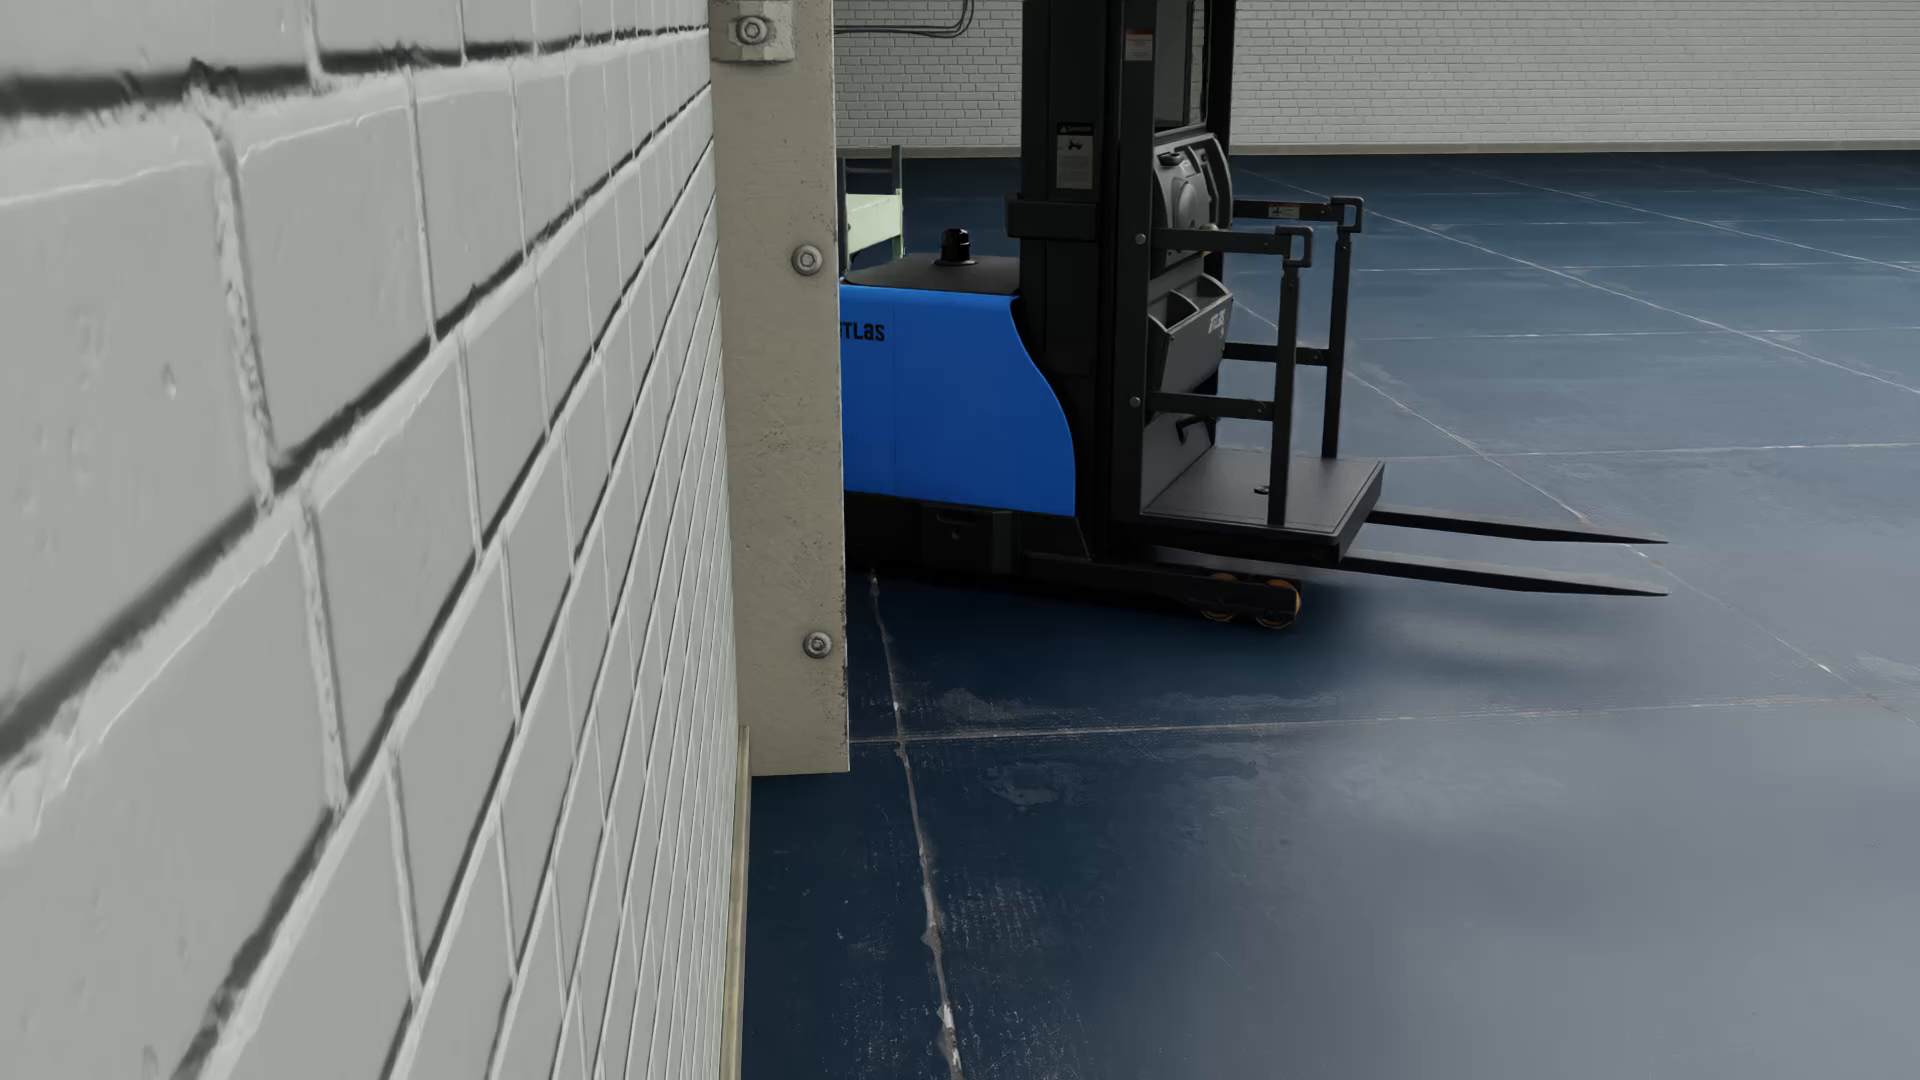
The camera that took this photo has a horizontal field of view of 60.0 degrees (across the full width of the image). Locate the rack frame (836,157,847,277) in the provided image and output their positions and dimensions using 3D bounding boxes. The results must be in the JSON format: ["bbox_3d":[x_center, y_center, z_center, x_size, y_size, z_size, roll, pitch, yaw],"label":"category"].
[{"bbox_3d":[-0.620,-0.712,6.423,0.400,1.500,0.023,4,17,14],"label":"rack frame"}]

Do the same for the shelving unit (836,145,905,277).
[{"bbox_3d":[-0.528,-0.816,6.761,0.431,1.500,0.755,4,17,14],"label":"shelving unit"}]

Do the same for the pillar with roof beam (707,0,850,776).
[{"bbox_3d":[3.801,-3.836,3.874,9.100,9.000,0.400,-2,18,-6],"label":"pillar with roof beam"}]

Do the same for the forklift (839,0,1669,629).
[{"bbox_3d":[1.015,-1.274,5.843,3.031,2.935,1.130,7,19,21],"label":"forklift"}]

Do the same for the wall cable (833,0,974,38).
[{"bbox_3d":[-1.327,-8.503,23.923,3.097,2.526,0.112,-2,18,-6],"label":"wall cable"}]

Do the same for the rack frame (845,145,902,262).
[{"bbox_3d":[-0.436,-0.919,7.100,0.400,1.500,0.023,4,17,14],"label":"rack frame"}]

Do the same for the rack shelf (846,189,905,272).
[{"bbox_3d":[-0.529,-1.189,6.648,0.431,0.370,0.720,4,17,14],"label":"rack shelf"}]
